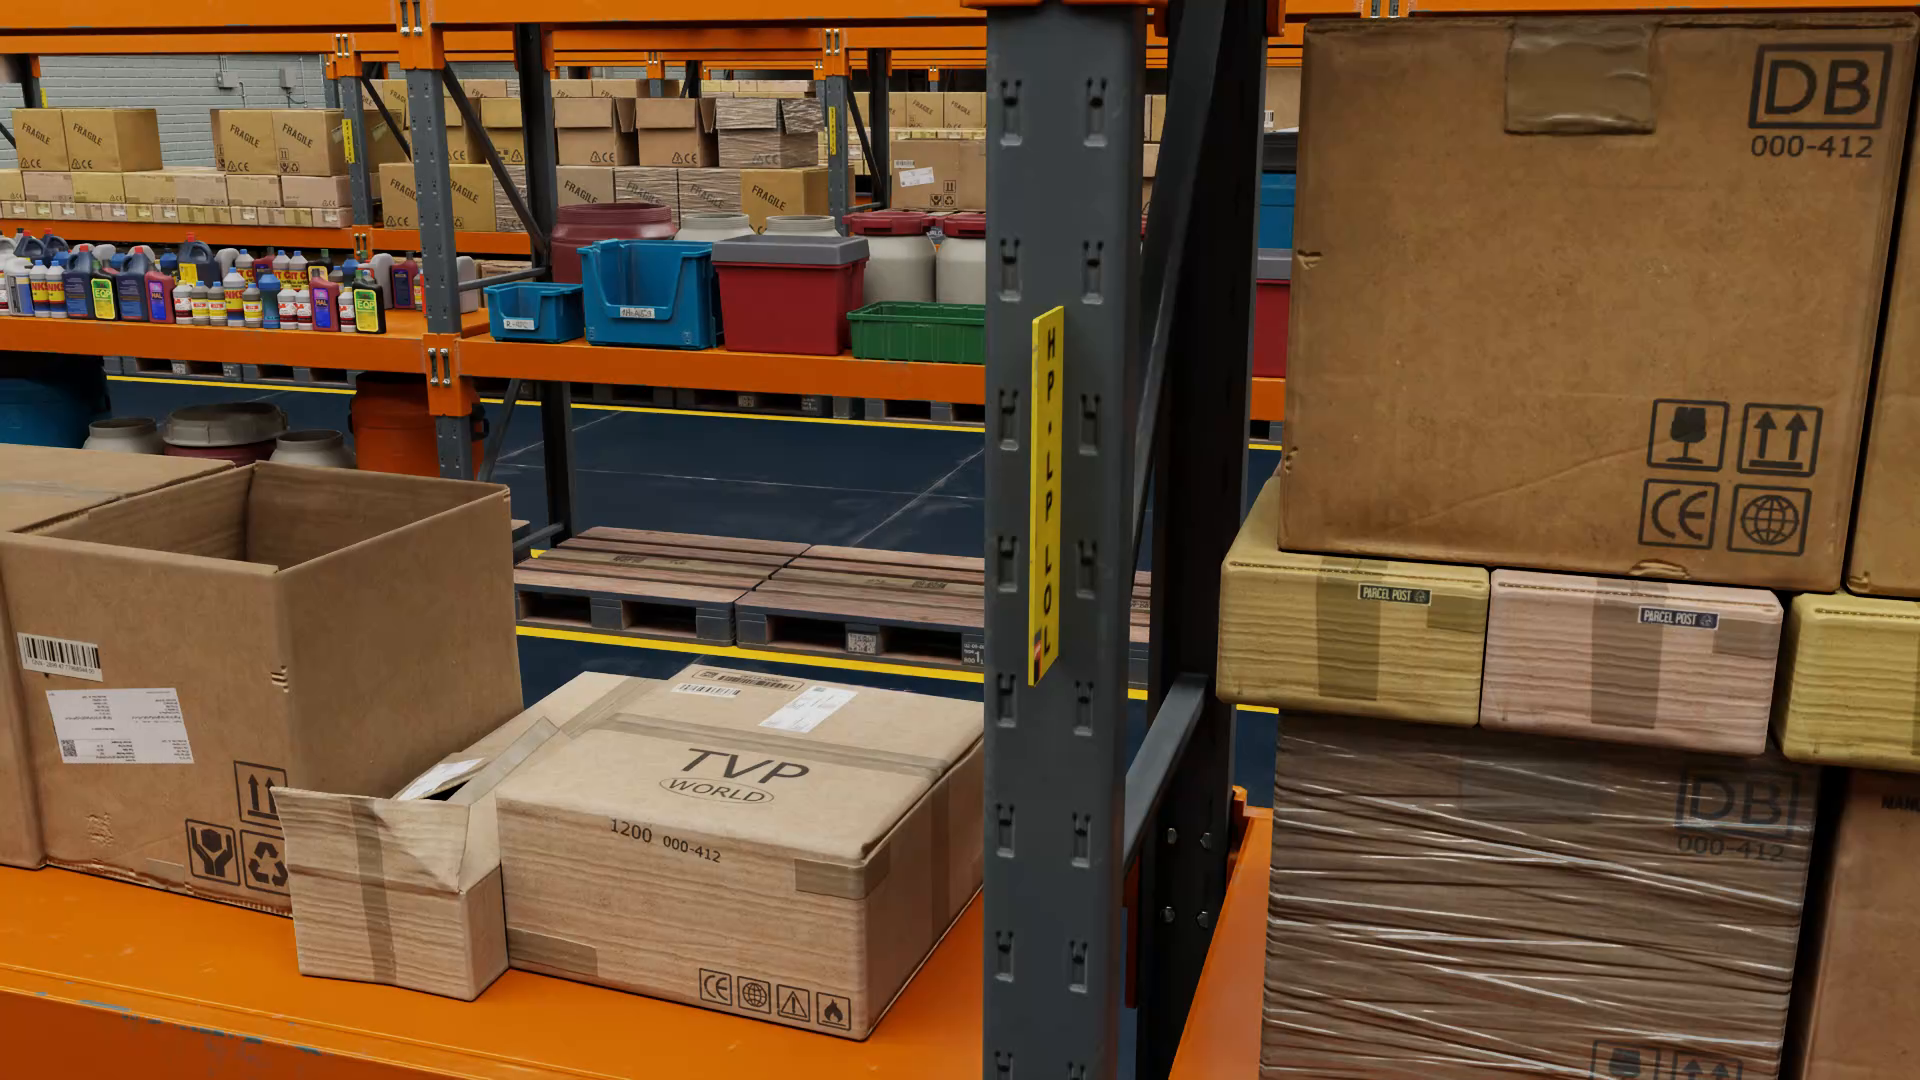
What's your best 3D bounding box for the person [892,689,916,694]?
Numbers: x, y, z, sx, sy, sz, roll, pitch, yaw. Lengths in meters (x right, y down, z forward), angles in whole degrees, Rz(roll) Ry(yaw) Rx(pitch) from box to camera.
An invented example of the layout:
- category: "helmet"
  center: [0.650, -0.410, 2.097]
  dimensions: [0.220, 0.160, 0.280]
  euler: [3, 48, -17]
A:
- category: "person"
  center: [-0.263, 0.798, 5.002]
  dimensions: [0.432, 0.734, 0.839]
  euler: [4, 16, 15]
